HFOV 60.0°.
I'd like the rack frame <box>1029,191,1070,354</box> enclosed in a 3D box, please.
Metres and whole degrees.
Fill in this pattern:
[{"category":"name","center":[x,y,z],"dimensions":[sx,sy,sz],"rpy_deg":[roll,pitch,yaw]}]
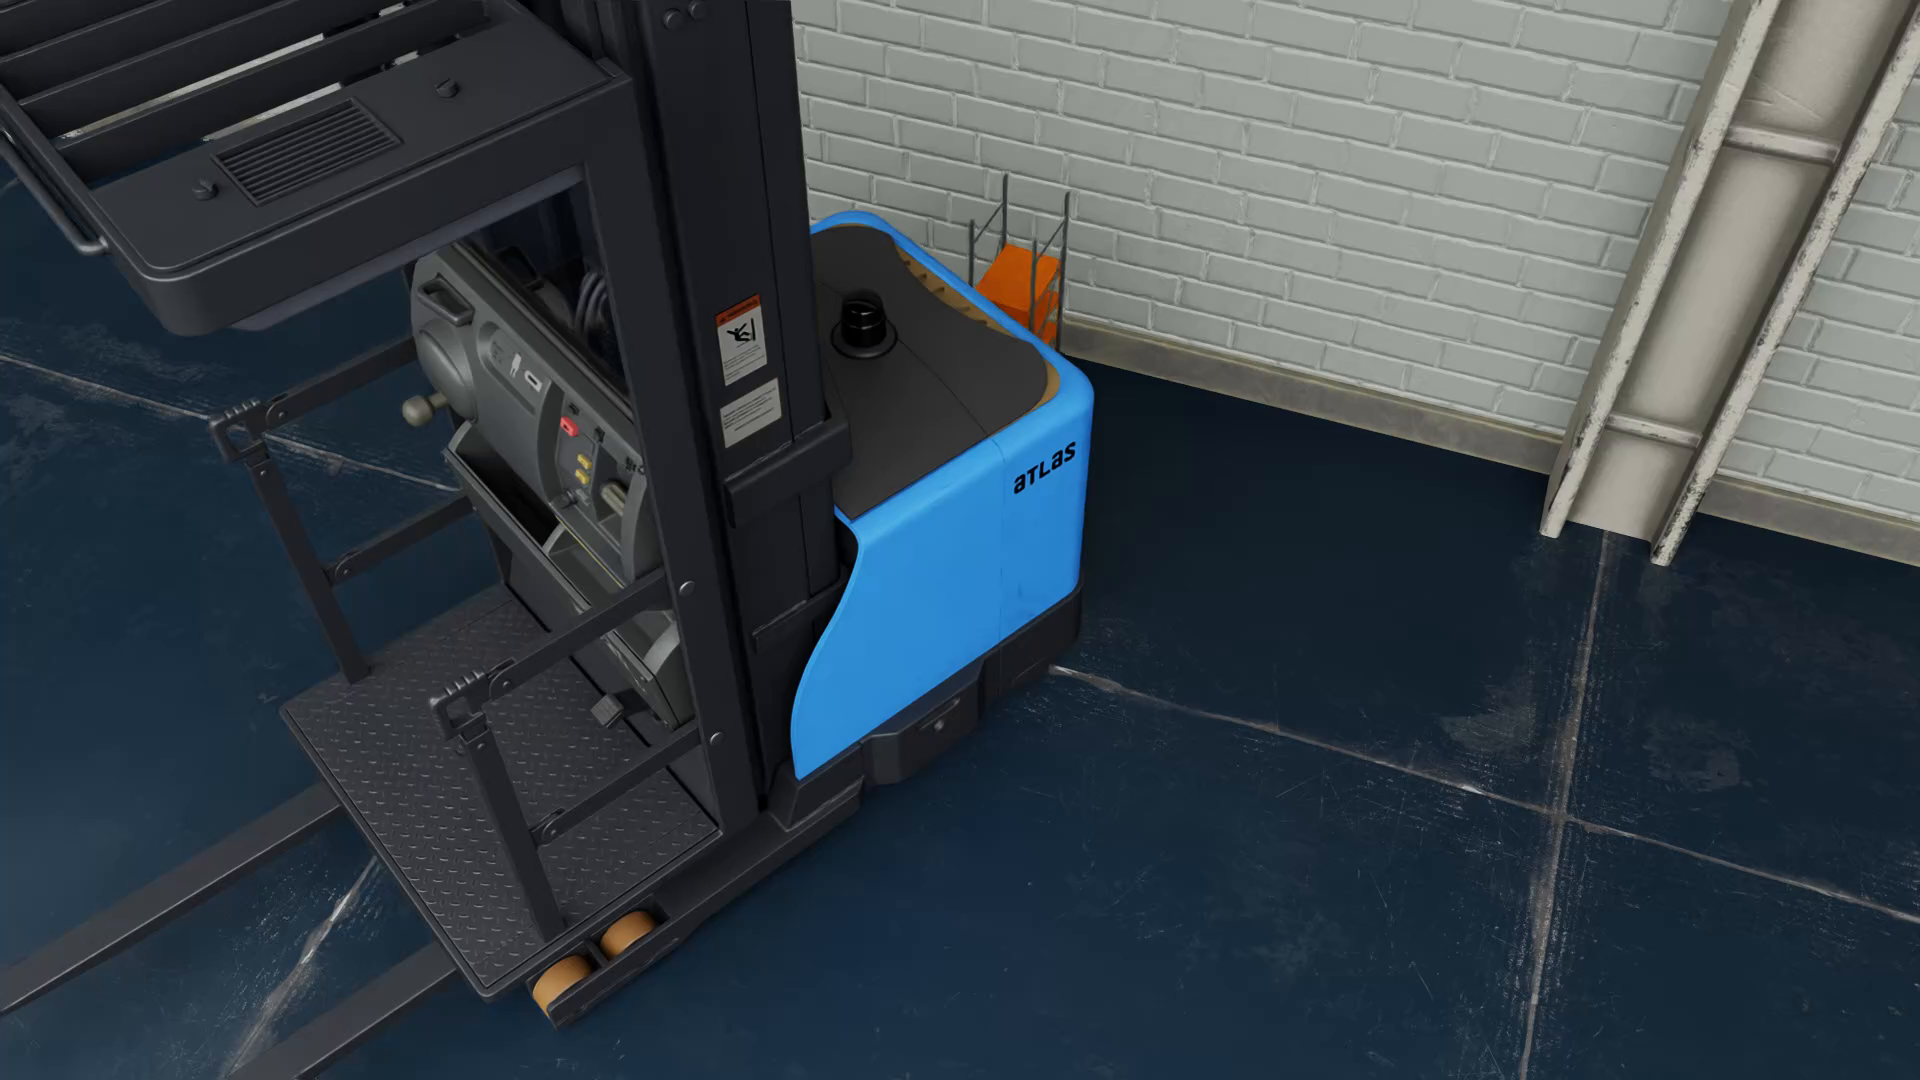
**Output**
[{"category":"rack frame","center":[0.242,-0.464,4.858],"dimensions":[0.006,1.200,0.240],"rpy_deg":[20,52,16]}]

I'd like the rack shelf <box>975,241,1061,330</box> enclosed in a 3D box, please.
[{"category":"rack shelf","center":[0.160,-0.700,4.645],"dimensions":[0.180,0.103,0.258],"rpy_deg":[20,52,16]}]

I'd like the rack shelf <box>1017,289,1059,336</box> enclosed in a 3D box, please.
[{"category":"rack shelf","center":[0.160,-0.622,4.736],"dimensions":[0.180,0.103,0.258],"rpy_deg":[20,52,16]}]

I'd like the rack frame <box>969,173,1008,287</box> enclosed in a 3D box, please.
[{"category":"rack frame","center":[0.077,-0.523,4.909],"dimensions":[0.006,1.200,0.240],"rpy_deg":[20,52,16]}]

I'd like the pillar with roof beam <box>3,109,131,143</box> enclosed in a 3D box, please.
[{"category":"pillar with roof beam","center":[-5.046,-1.544,0.633],"dimensions":[0.400,9.000,9.100],"rpy_deg":[16,51,13]}]

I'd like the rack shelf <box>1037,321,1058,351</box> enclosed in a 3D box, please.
[{"category":"rack shelf","center":[0.160,-0.543,4.827],"dimensions":[0.180,0.103,0.258],"rpy_deg":[20,52,16]}]

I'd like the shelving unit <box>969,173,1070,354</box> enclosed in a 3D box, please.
[{"category":"shelving unit","center":[0.160,-0.494,4.884],"dimensions":[0.189,1.200,0.258],"rpy_deg":[20,52,16]}]

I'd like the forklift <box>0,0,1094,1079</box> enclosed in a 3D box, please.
[{"category":"forklift","center":[-1.093,-0.205,3.488],"dimensions":[3.031,2.935,1.130],"rpy_deg":[-33,57,-25]}]
